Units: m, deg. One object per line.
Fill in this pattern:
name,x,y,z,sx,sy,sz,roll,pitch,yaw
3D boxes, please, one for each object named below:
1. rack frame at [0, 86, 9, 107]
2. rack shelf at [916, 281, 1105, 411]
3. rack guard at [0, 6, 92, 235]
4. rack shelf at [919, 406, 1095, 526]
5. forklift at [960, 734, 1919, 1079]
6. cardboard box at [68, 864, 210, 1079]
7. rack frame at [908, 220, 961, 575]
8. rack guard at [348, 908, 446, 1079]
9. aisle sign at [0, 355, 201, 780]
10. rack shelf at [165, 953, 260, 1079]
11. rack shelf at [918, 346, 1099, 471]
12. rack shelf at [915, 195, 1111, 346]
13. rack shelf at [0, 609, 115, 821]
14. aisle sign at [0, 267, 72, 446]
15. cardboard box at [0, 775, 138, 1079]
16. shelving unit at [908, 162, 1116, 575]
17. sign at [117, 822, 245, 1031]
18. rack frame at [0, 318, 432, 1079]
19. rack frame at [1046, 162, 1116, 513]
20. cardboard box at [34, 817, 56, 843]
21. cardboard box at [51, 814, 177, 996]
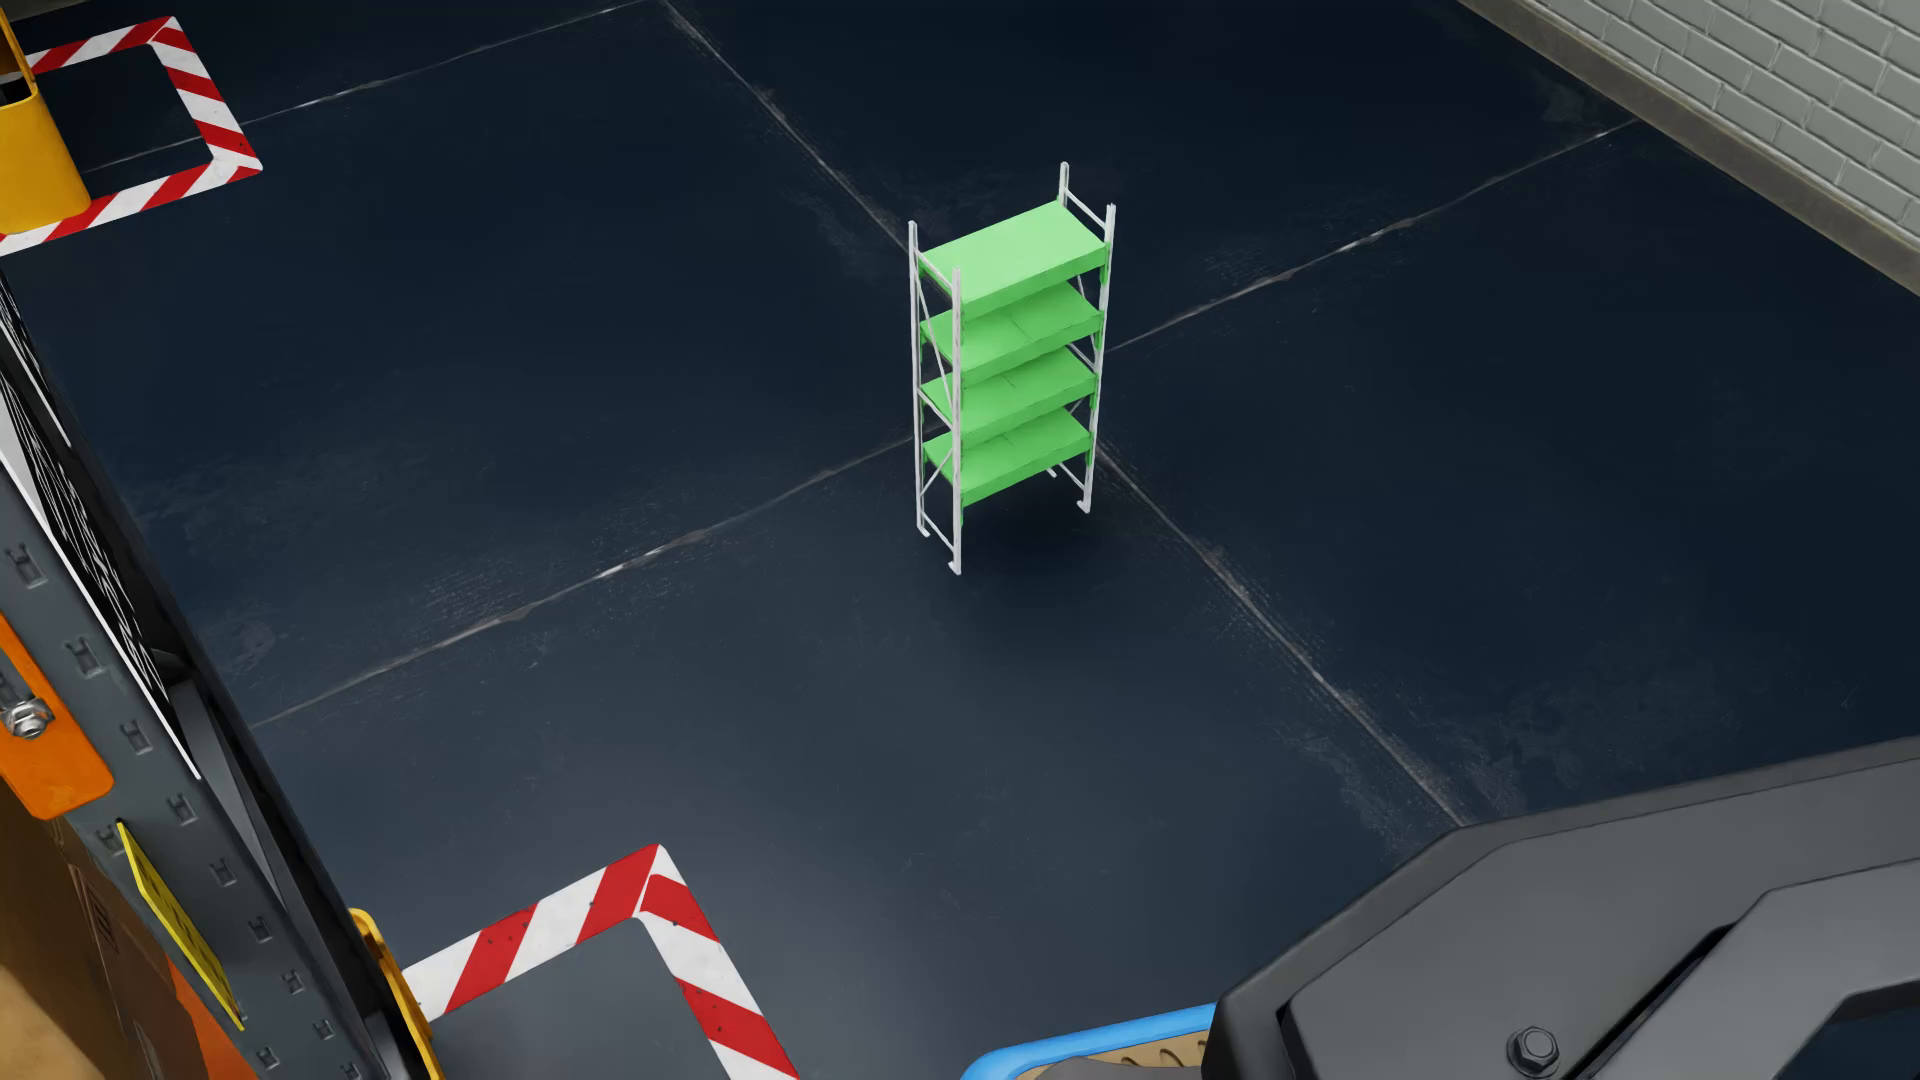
rack frame,-3.795,-2.557,5.518,0.127,3.000,1.000,-25,53,-21
rack shelf,0.140,-0.582,4.729,0.480,0.148,0.258,-25,53,-21
rack guard,-3.775,-1.735,6.460,0.348,0.500,1.175,-25,53,-21
rack shelf,0.140,-0.263,5.088,0.480,0.148,0.258,-25,53,-21
forklift,0.798,1.670,1.800,1.130,2.935,3.031,-10,49,-8
cardboard box,-1.382,0.888,2.384,0.500,0.500,0.500,-24,52,-20
rack frame,-0.066,-0.368,4.774,0.015,1.200,0.240,-25,53,-21
rack guard,-1.213,1.432,3.640,0.348,0.500,1.175,-25,53,-21
aisle sign,-0.928,-0.128,1.614,0.004,0.787,0.394,-25,53,-21
rack shelf,-2.840,1.607,2.292,4.000,0.370,1.077,-25,53,-21
rack shelf,0.140,-0.422,4.908,0.480,0.148,0.258,-25,53,-21
rack shelf,0.140,-0.742,4.550,0.480,0.148,0.258,-25,53,-21
rack shelf,-2.840,0.609,1.172,4.000,0.370,1.077,-25,53,-21
aisle sign,-1.248,-0.507,1.952,0.004,0.787,0.394,-25,53,-21
cardboard box,-1.378,0.556,2.010,0.500,0.500,0.500,-26,53,-21
shelving unit,0.140,-0.465,4.861,0.503,1.200,0.258,-25,53,-21
sign,-0.870,0.439,1.864,0.005,0.325,0.100,-25,53,-21
rack frame,-1.149,0.570,2.733,0.127,3.000,1.000,-25,53,-21
rack frame,0.346,-0.562,4.947,0.015,1.200,0.240,-25,53,-21
cardboard box,-1.665,0.215,2.314,0.500,0.500,0.500,-24,52,-20
cardboard box,-1.665,0.547,2.687,0.500,0.500,0.500,-24,53,-20
